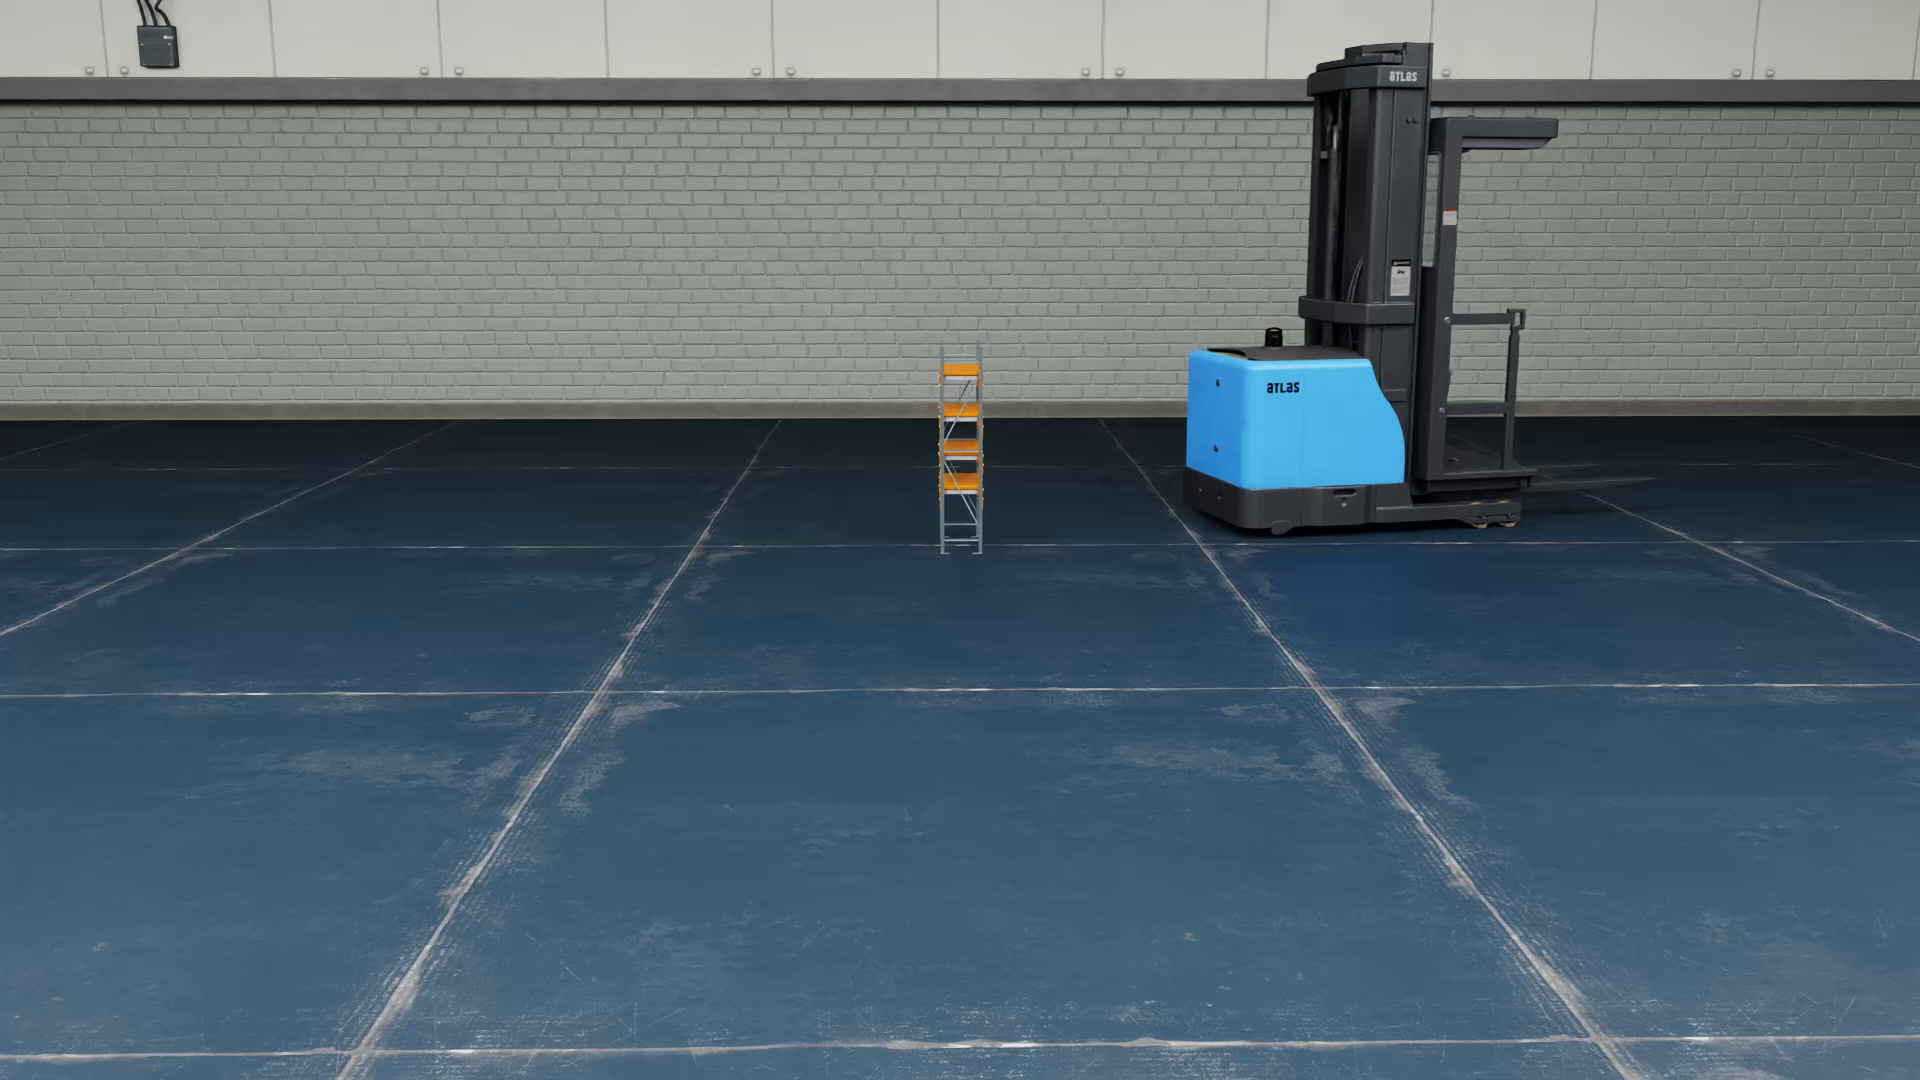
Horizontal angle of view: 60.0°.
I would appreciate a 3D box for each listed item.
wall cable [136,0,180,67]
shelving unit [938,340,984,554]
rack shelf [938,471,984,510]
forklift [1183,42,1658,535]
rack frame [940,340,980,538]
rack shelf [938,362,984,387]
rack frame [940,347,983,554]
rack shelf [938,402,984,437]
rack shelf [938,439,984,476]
[{"bbox_3d":[-6.192,-7.199,14.359,2.305,6.003,0.169,0,11,-1],"label":"wall cable"},{"bbox_3d":[0.003,-0.555,9.778,0.258,1.200,0.503,0,11,-1],"label":"shelving unit"},{"bbox_3d":[0.003,-0.295,9.830,0.258,0.148,0.480,0,11,-1],"label":"rack shelf"},{"bbox_3d":[3.038,-1.606,10.604,3.031,2.935,1.130,-3,12,-14],"label":"forklift"},{"bbox_3d":[-0.002,-0.604,10.017,0.240,1.200,0.015,0,11,-1],"label":"rack frame"},{"bbox_3d":[0.003,-0.940,9.699,0.258,0.148,0.480,0,11,-1],"label":"rack shelf"},{"bbox_3d":[0.008,-0.507,9.539,0.240,1.200,0.015,0,11,-1],"label":"rack frame"},{"bbox_3d":[0.003,-0.708,9.747,0.258,0.148,0.480,0,11,-1],"label":"rack shelf"},{"bbox_3d":[0.003,-0.489,9.791,0.258,0.148,0.480,0,11,-1],"label":"rack shelf"}]
